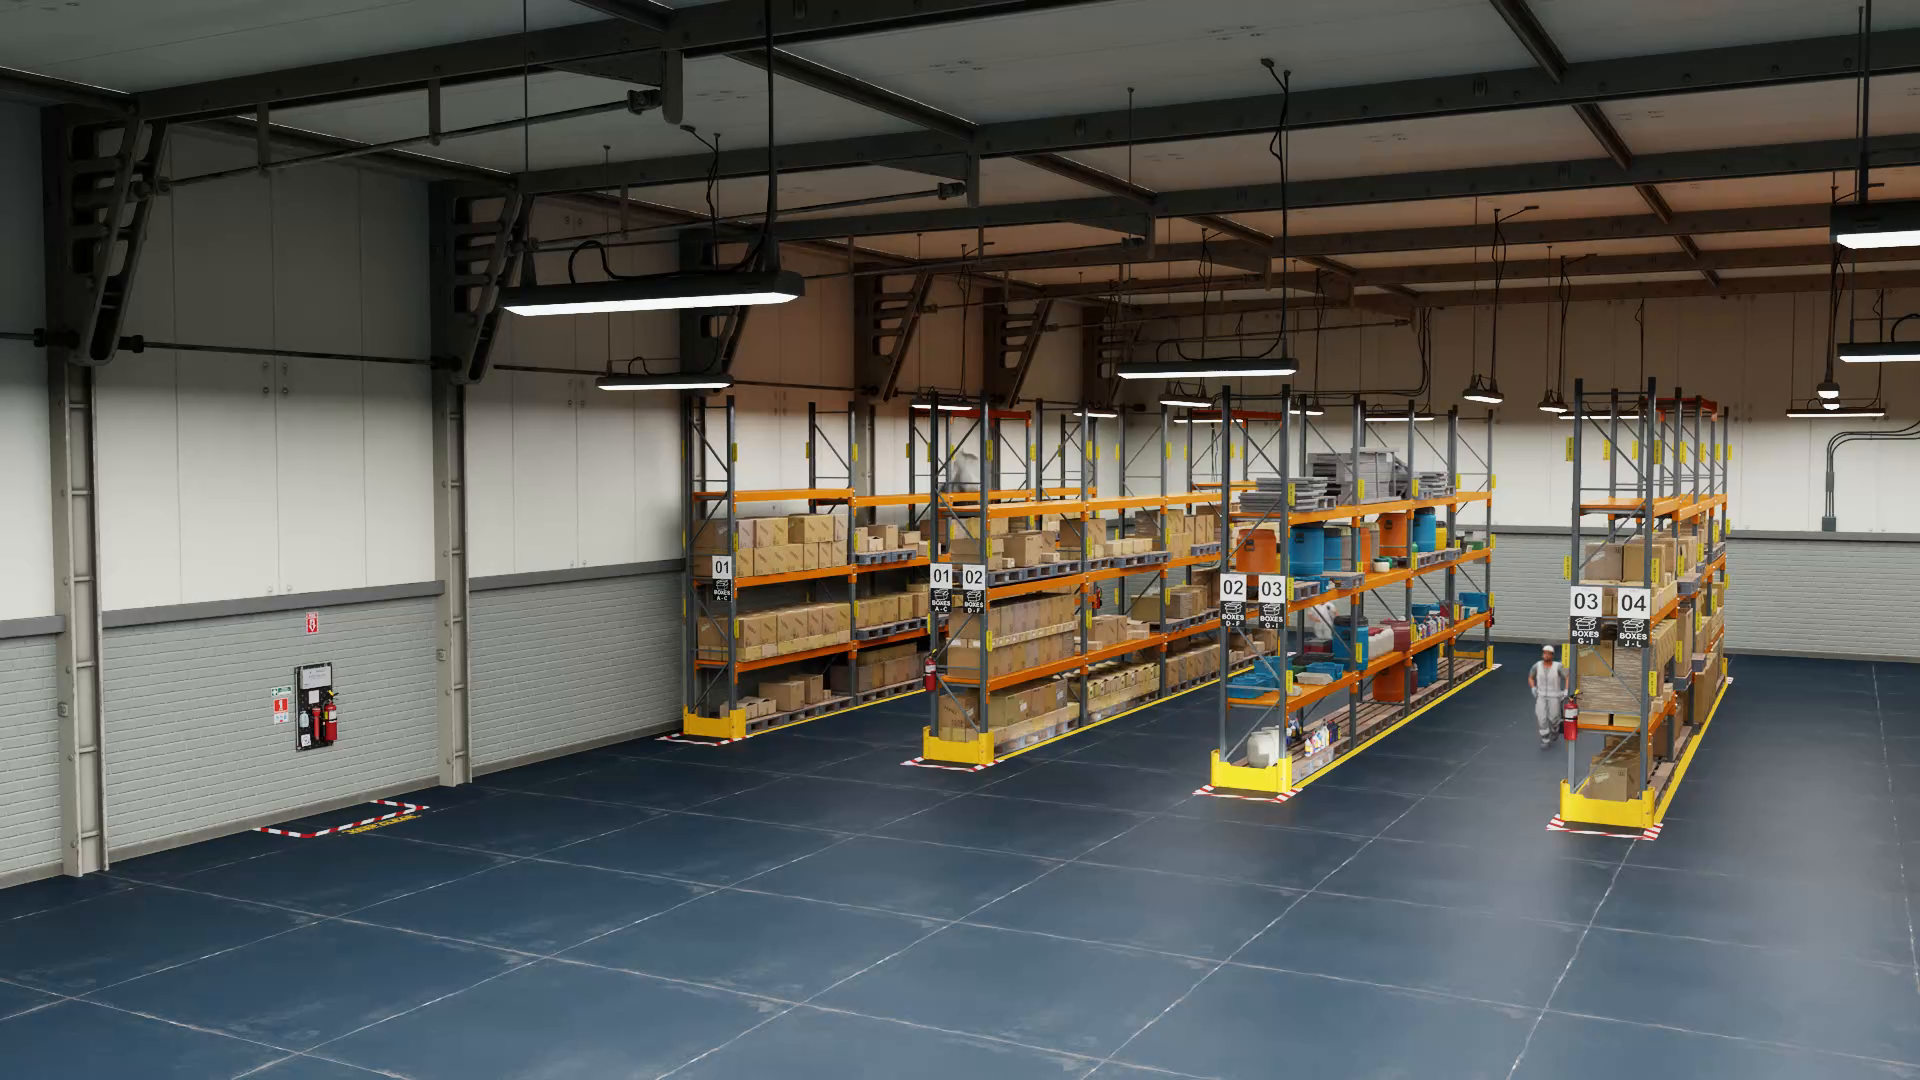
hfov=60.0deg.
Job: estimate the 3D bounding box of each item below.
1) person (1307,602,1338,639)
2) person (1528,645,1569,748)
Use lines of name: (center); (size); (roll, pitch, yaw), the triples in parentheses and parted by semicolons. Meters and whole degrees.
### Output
person: (8.498, 2.086, 39.017); (0.691, 1.810, 0.618); (1, 3, 16)
person: (9.976, 2.651, 28.177); (0.692, 1.742, 0.622); (2, 3, 28)
